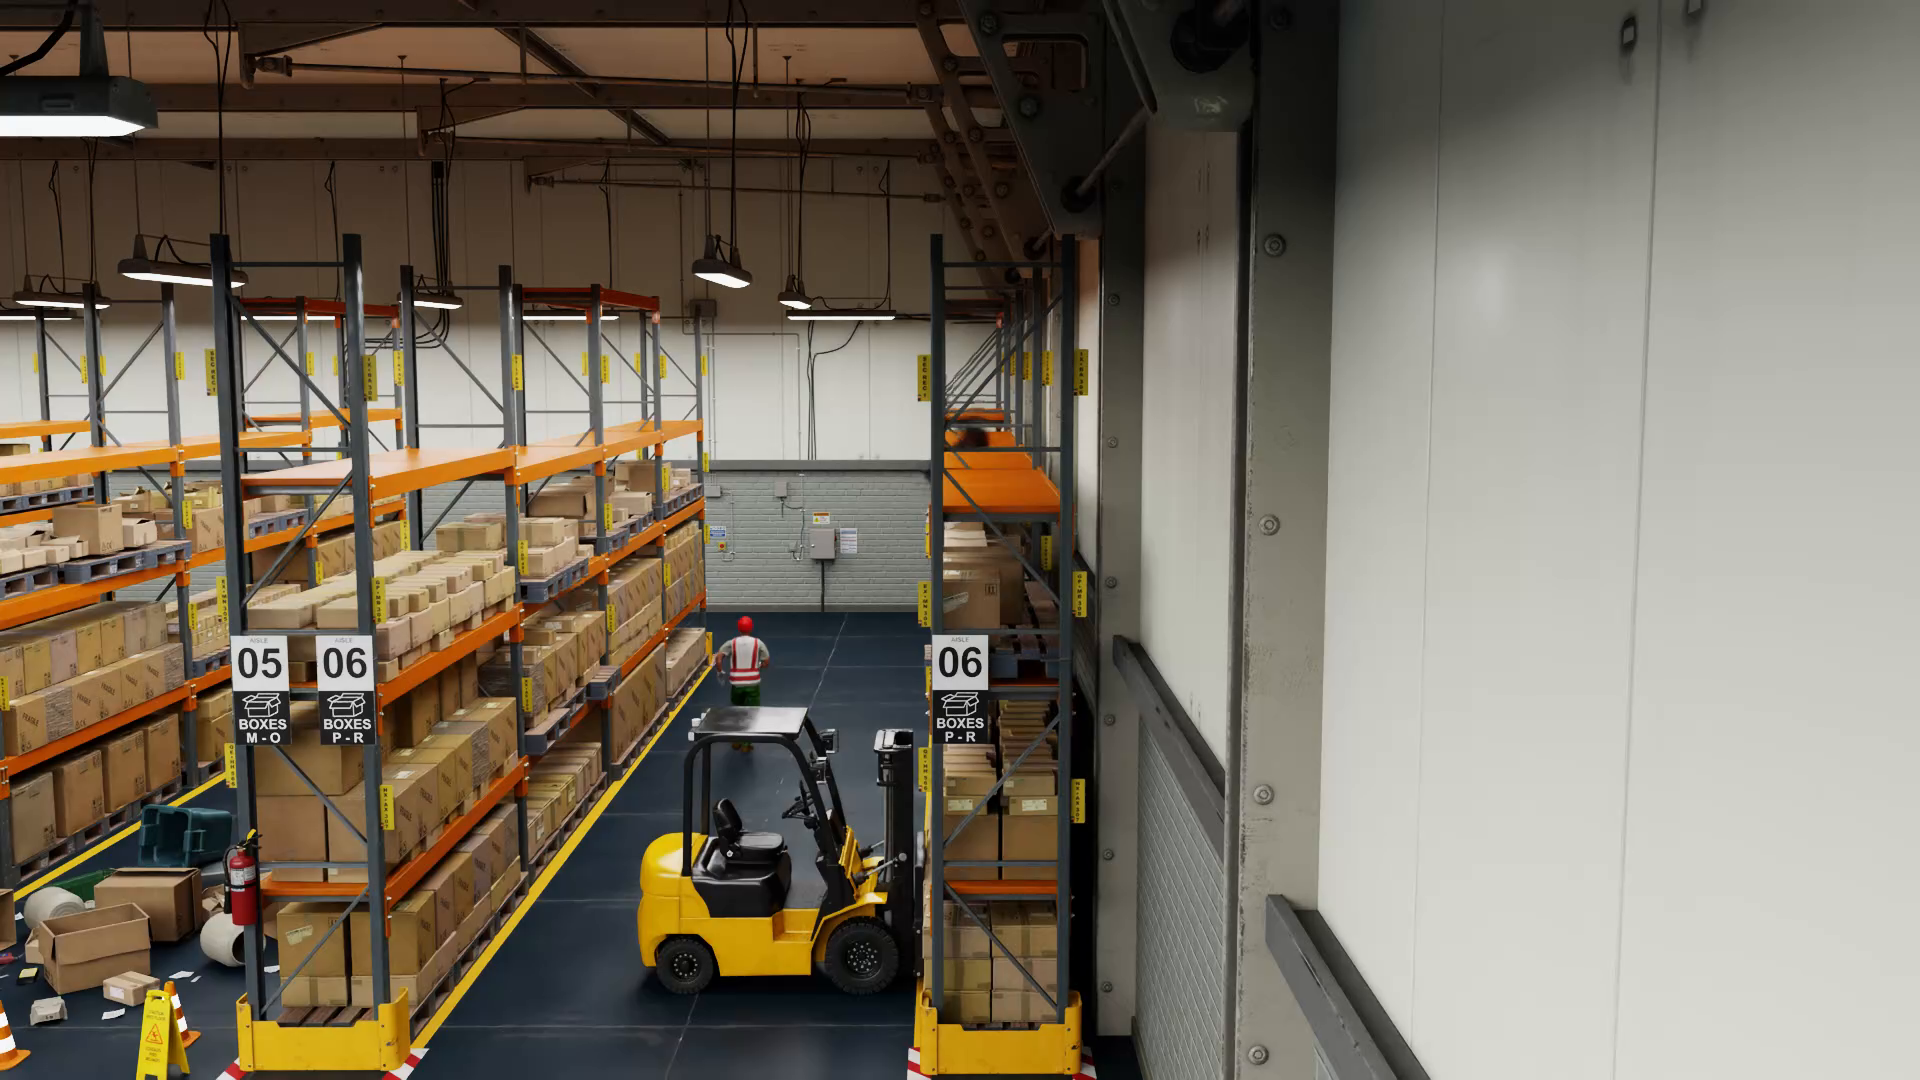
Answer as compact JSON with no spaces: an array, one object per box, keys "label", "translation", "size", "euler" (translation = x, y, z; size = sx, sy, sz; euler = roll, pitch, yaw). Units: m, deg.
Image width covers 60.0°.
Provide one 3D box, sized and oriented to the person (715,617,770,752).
[{"label":"person","translation":[-2.835,1.881,21.831],"size":[0.695,1.783,0.667],"euler":[0,6,0]}]
